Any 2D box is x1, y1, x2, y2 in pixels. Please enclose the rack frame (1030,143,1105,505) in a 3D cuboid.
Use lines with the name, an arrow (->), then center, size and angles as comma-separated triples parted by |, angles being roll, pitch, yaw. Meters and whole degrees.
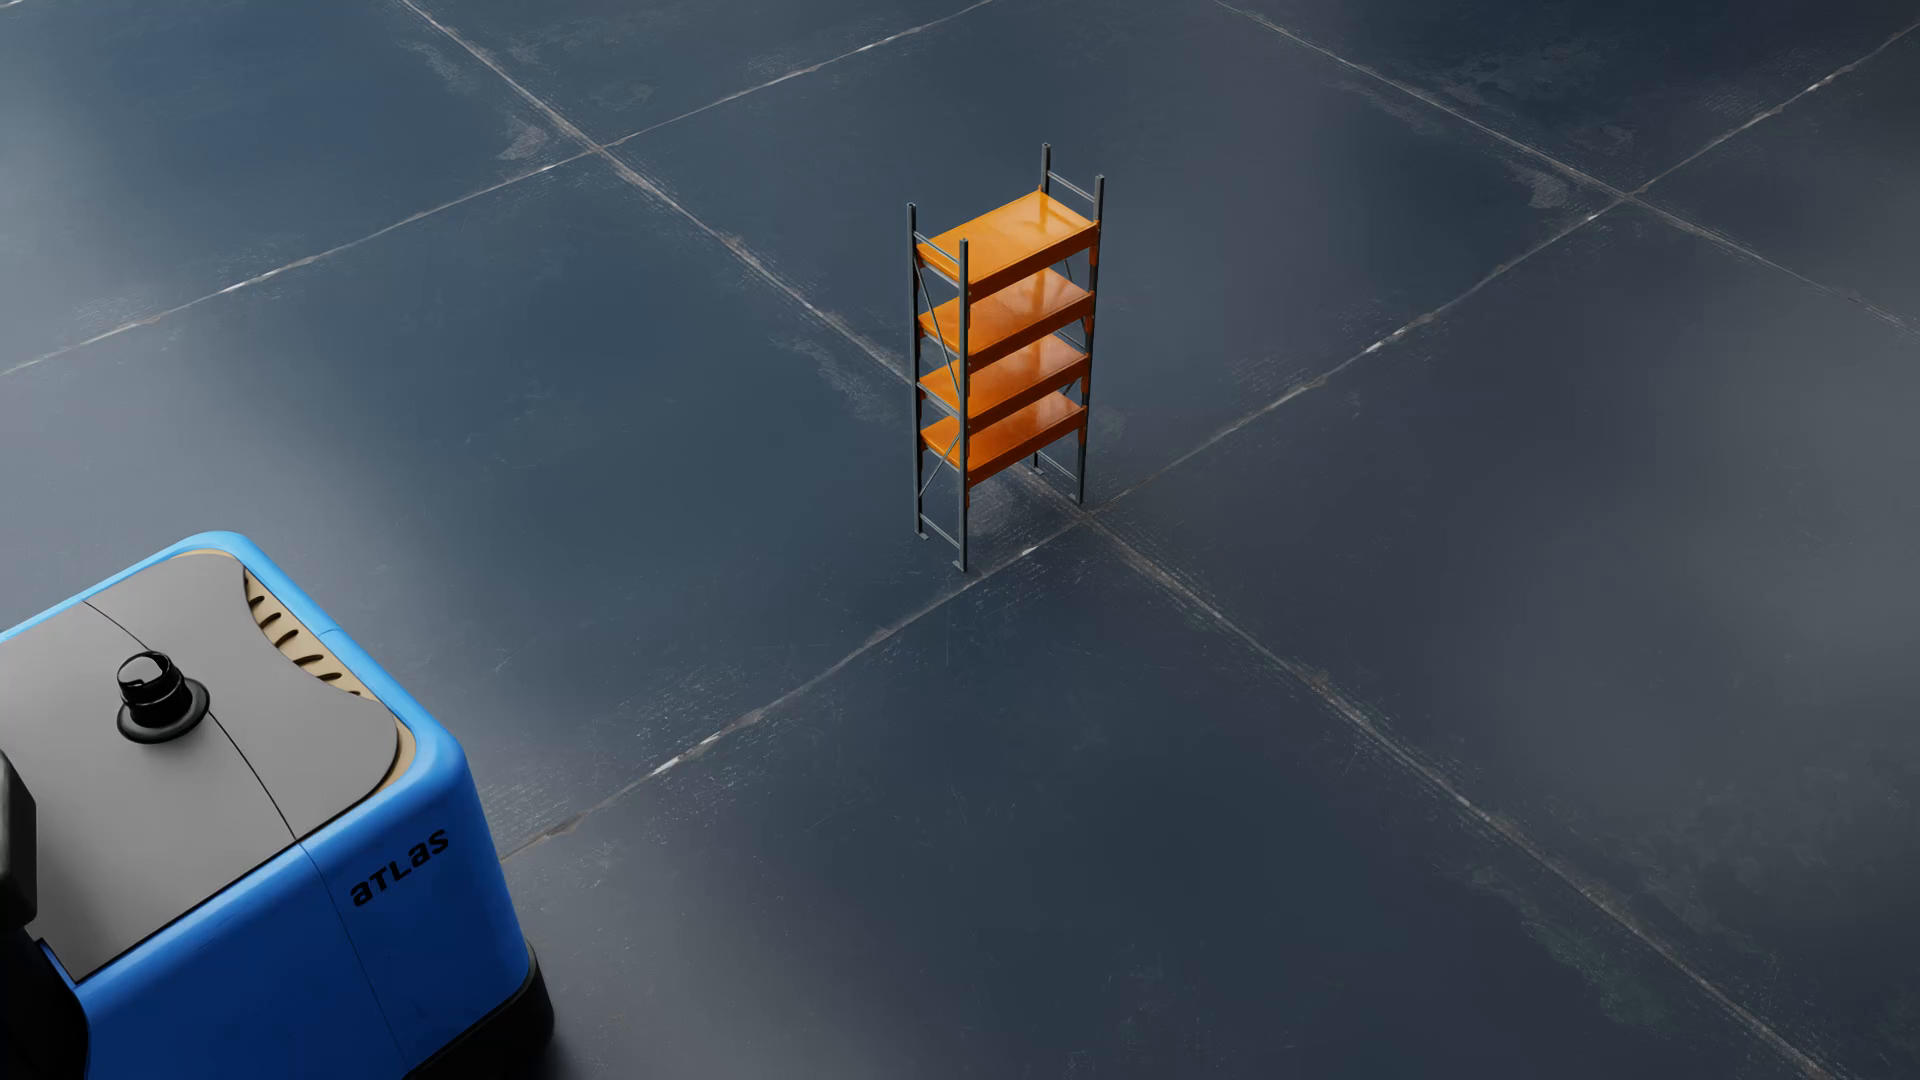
rack frame -> 0.314, -0.617, 5.031 | 0.015, 1.200, 0.240 | -30, 51, -28

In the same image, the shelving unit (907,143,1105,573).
shelving unit -> 0.127, -0.510, 4.917 | 0.503, 1.200, 0.258 | -30, 51, -28

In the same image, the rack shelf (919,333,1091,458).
rack shelf -> 0.127, -0.461, 4.963 | 0.480, 0.148, 0.258 | -30, 51, -28

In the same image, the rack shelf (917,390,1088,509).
rack shelf -> 0.127, -0.316, 5.099 | 0.480, 0.148, 0.258 | -30, 51, -28

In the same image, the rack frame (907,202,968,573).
rack frame -> -0.060, -0.403, 4.803 | 0.015, 1.200, 0.240 | -30, 51, -28

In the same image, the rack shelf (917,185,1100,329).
rack shelf -> 0.127, -0.797, 4.648 | 0.480, 0.148, 0.258 | -30, 51, -28

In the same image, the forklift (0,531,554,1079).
forklift -> -2.351, 0.618, 2.451 | 1.130, 2.935, 3.031 | 34, 53, 31

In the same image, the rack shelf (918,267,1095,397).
rack shelf -> 0.127, -0.624, 4.810 | 0.480, 0.148, 0.258 | -30, 51, -28
